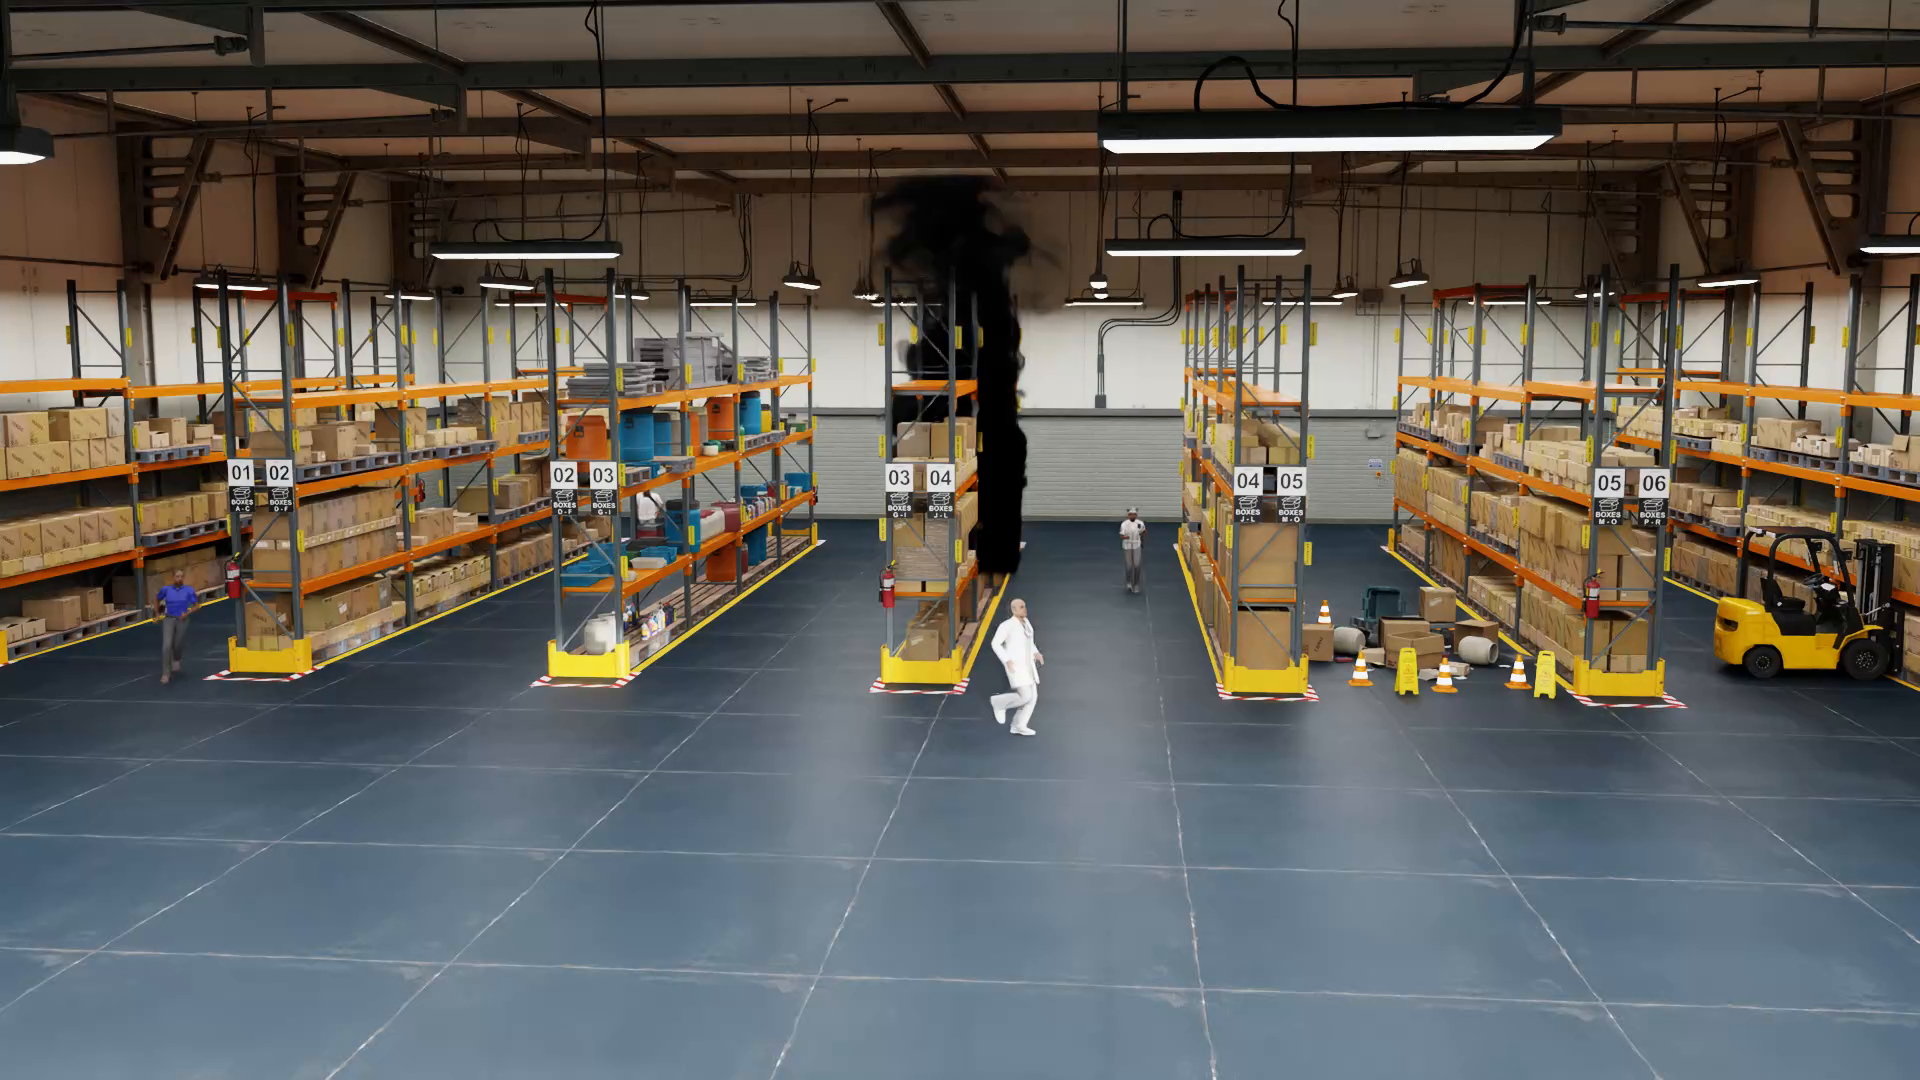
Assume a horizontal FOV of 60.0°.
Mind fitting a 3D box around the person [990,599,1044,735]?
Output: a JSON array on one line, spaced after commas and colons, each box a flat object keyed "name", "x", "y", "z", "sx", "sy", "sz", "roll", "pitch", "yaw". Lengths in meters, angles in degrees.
[{"name": "person", "x": 0.724, "y": 1.604, "z": 21.050, "sx": 0.636, "sy": 1.733, "sz": 0.712, "roll": 6, "pitch": 9, "yaw": 40}]

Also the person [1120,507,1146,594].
[{"name": "person", "x": 3.407, "y": 0.198, "z": 32.781, "sx": 0.523, "sy": 1.733, "sz": 0.765, "roll": 1, "pitch": 7, "yaw": 7}]

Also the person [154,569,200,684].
[{"name": "person", "x": -11.537, "y": 1.241, "z": 24.521, "sx": 0.617, "sy": 1.649, "sz": 0.829, "roll": -3, "pitch": 7, "yaw": -20}]

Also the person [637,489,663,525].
[{"name": "person", "x": -7.192, "y": -0.492, "z": 38.303, "sx": 0.710, "sy": 1.736, "sz": 0.677, "roll": -1, "pitch": 7, "yaw": -8}]
